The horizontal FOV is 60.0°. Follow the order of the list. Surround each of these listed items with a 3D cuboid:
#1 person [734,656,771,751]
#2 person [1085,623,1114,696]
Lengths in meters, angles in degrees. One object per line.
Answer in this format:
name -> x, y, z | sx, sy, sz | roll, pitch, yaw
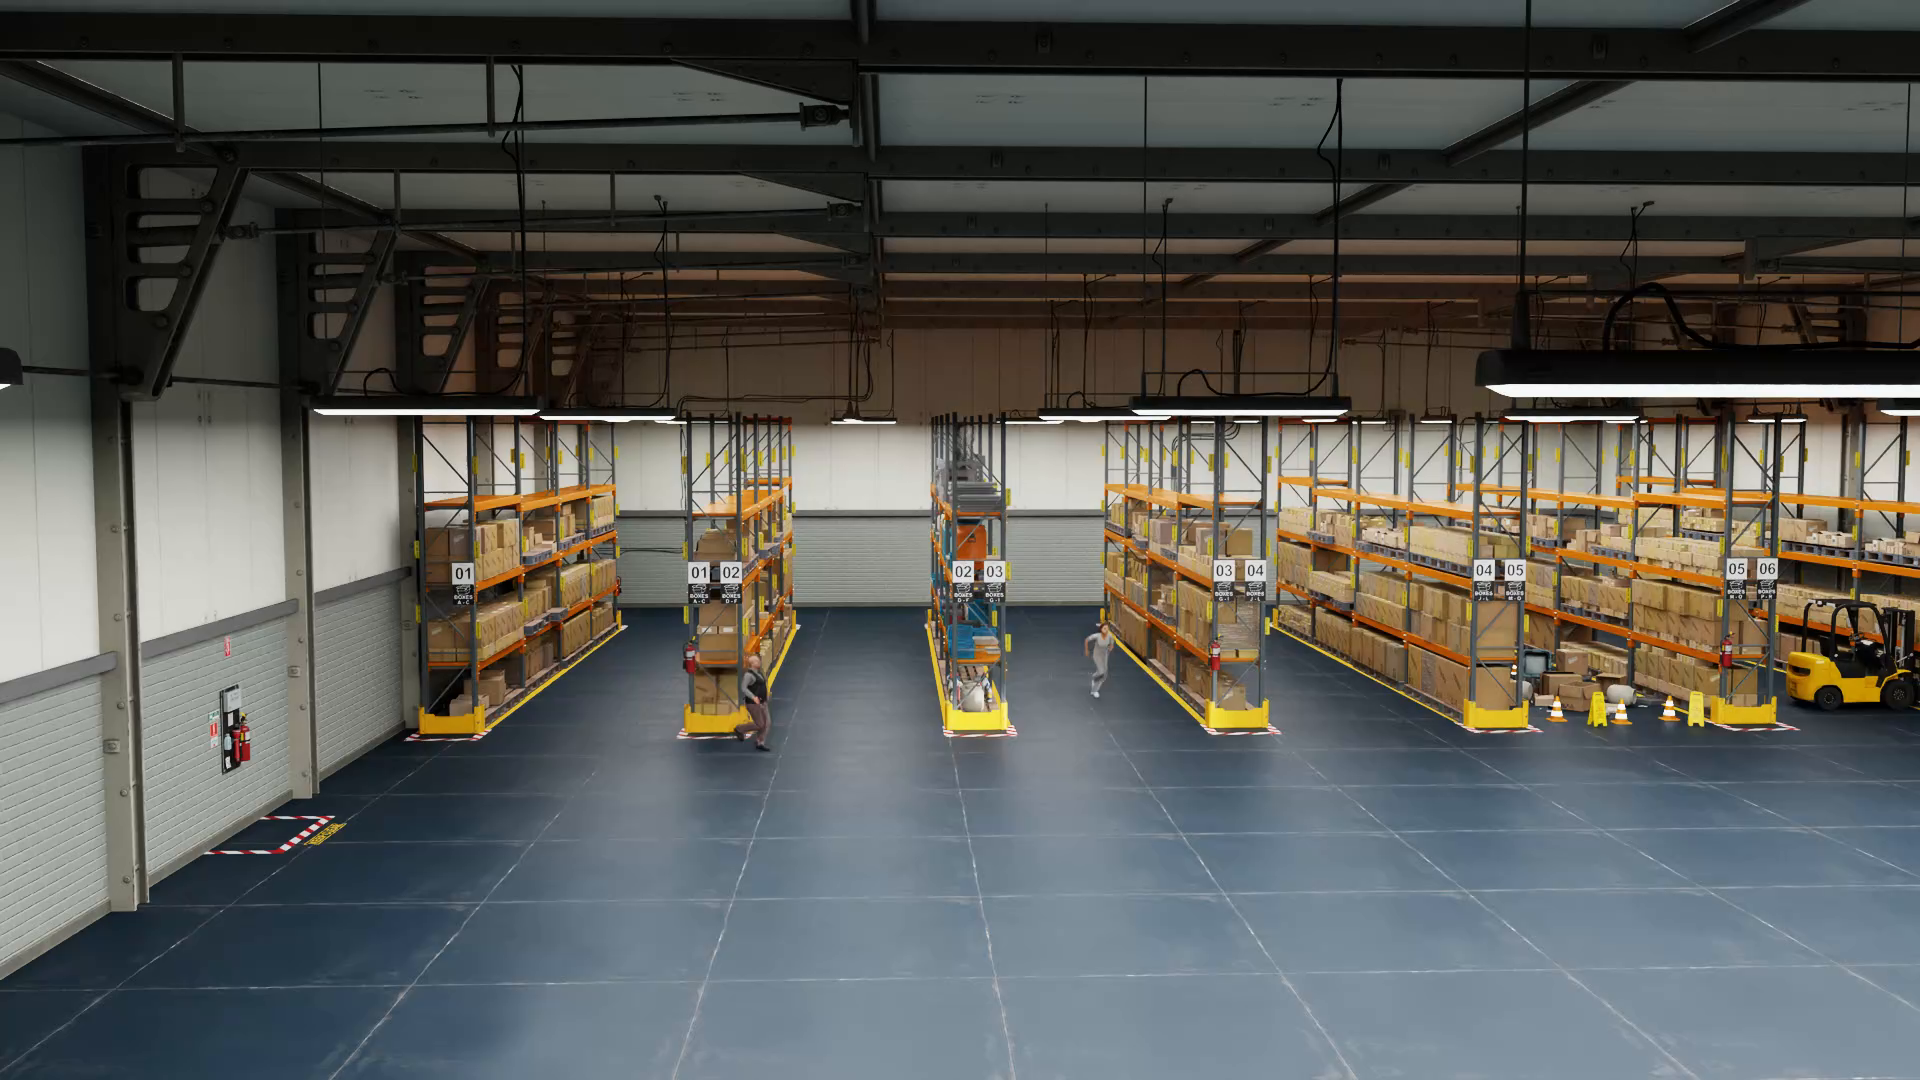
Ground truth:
person -> -3.659, 2.889, 29.455 | 0.665, 1.691, 0.660 | 1, 4, 20
person -> 2.988, 2.535, 35.207 | 0.552, 1.594, 0.695 | -2, 4, -25
